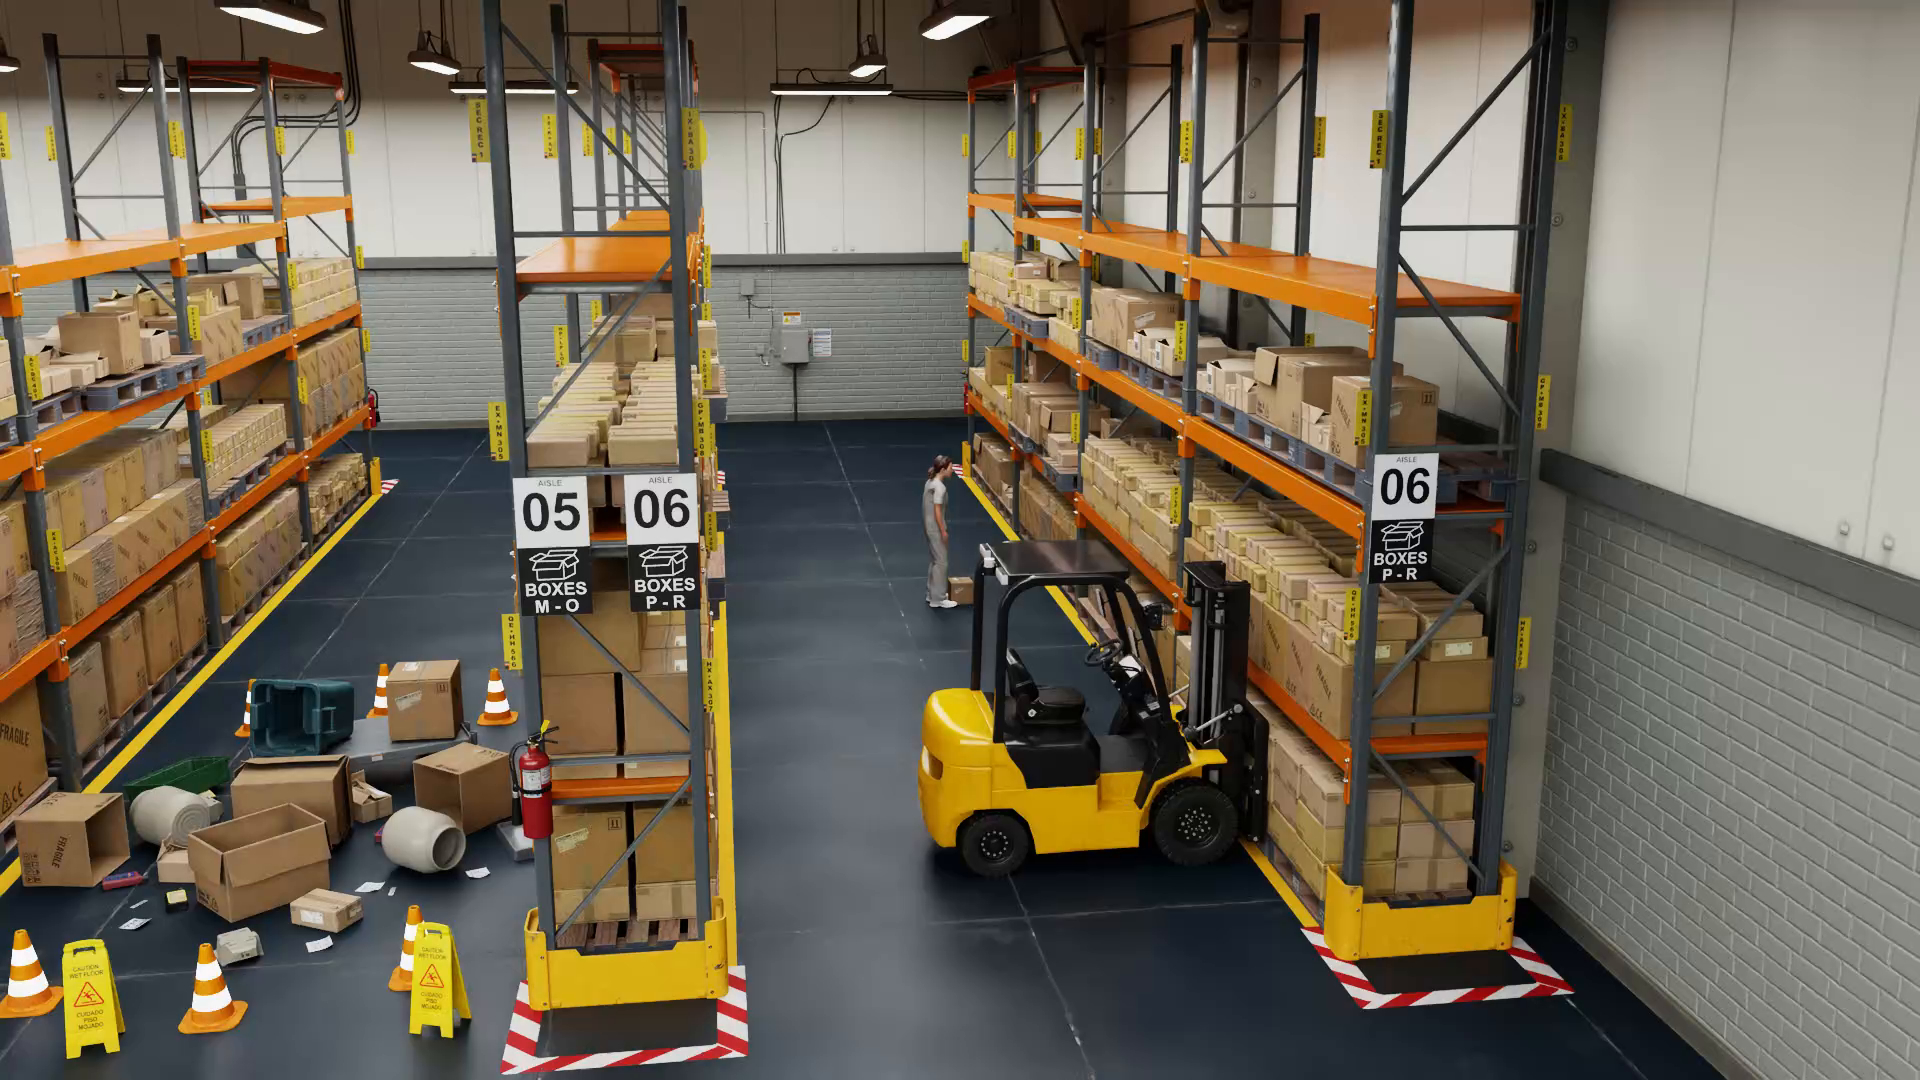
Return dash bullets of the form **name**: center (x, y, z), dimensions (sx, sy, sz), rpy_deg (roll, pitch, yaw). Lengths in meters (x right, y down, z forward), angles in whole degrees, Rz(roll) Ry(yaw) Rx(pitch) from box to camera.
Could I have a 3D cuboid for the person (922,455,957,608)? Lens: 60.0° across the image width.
- **person**: center (-0.237, -0.111, 18.458), dimensions (0.355, 1.673, 0.489), rpy_deg (-2, 13, -8)
